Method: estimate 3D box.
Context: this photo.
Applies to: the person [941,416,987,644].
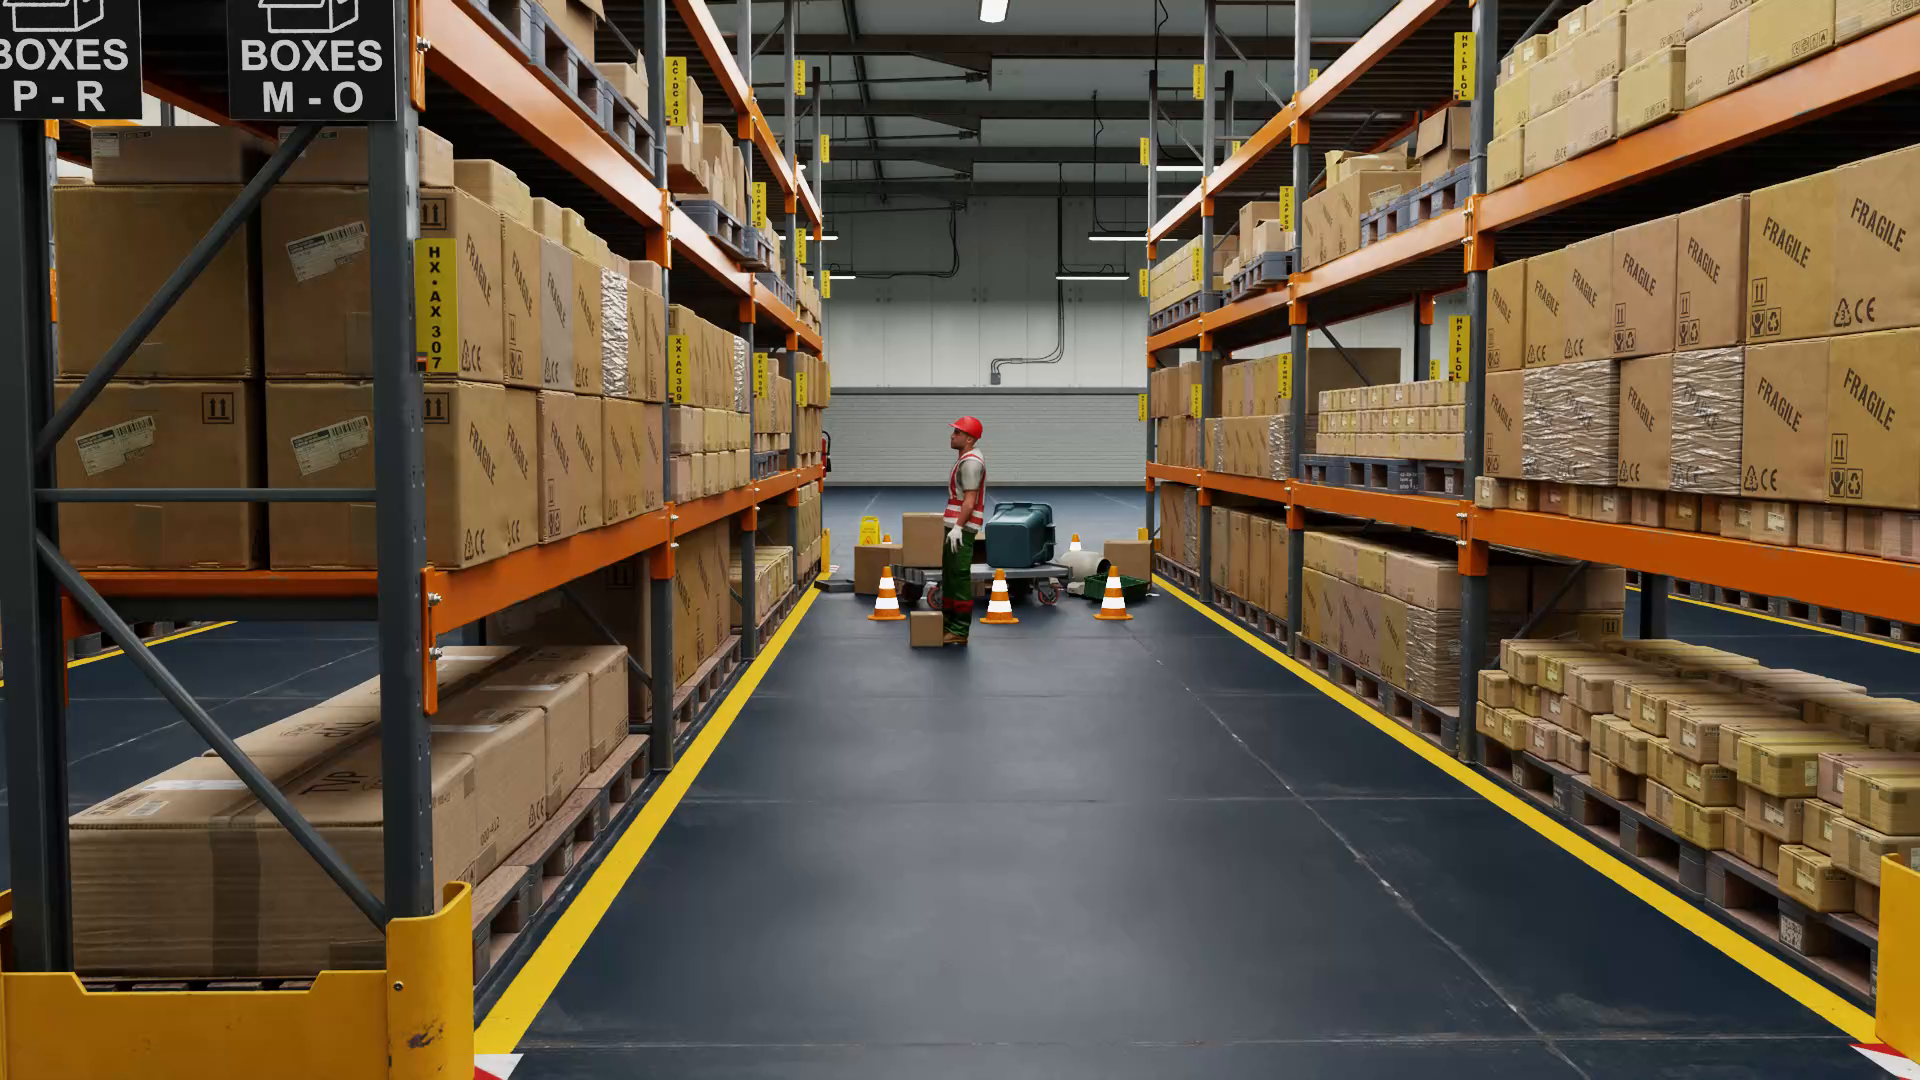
[{"bbox_3d":[-0.072,-0.080,13.066,0.562,1.790,0.637,0,4,-1],"label":"person"}]
